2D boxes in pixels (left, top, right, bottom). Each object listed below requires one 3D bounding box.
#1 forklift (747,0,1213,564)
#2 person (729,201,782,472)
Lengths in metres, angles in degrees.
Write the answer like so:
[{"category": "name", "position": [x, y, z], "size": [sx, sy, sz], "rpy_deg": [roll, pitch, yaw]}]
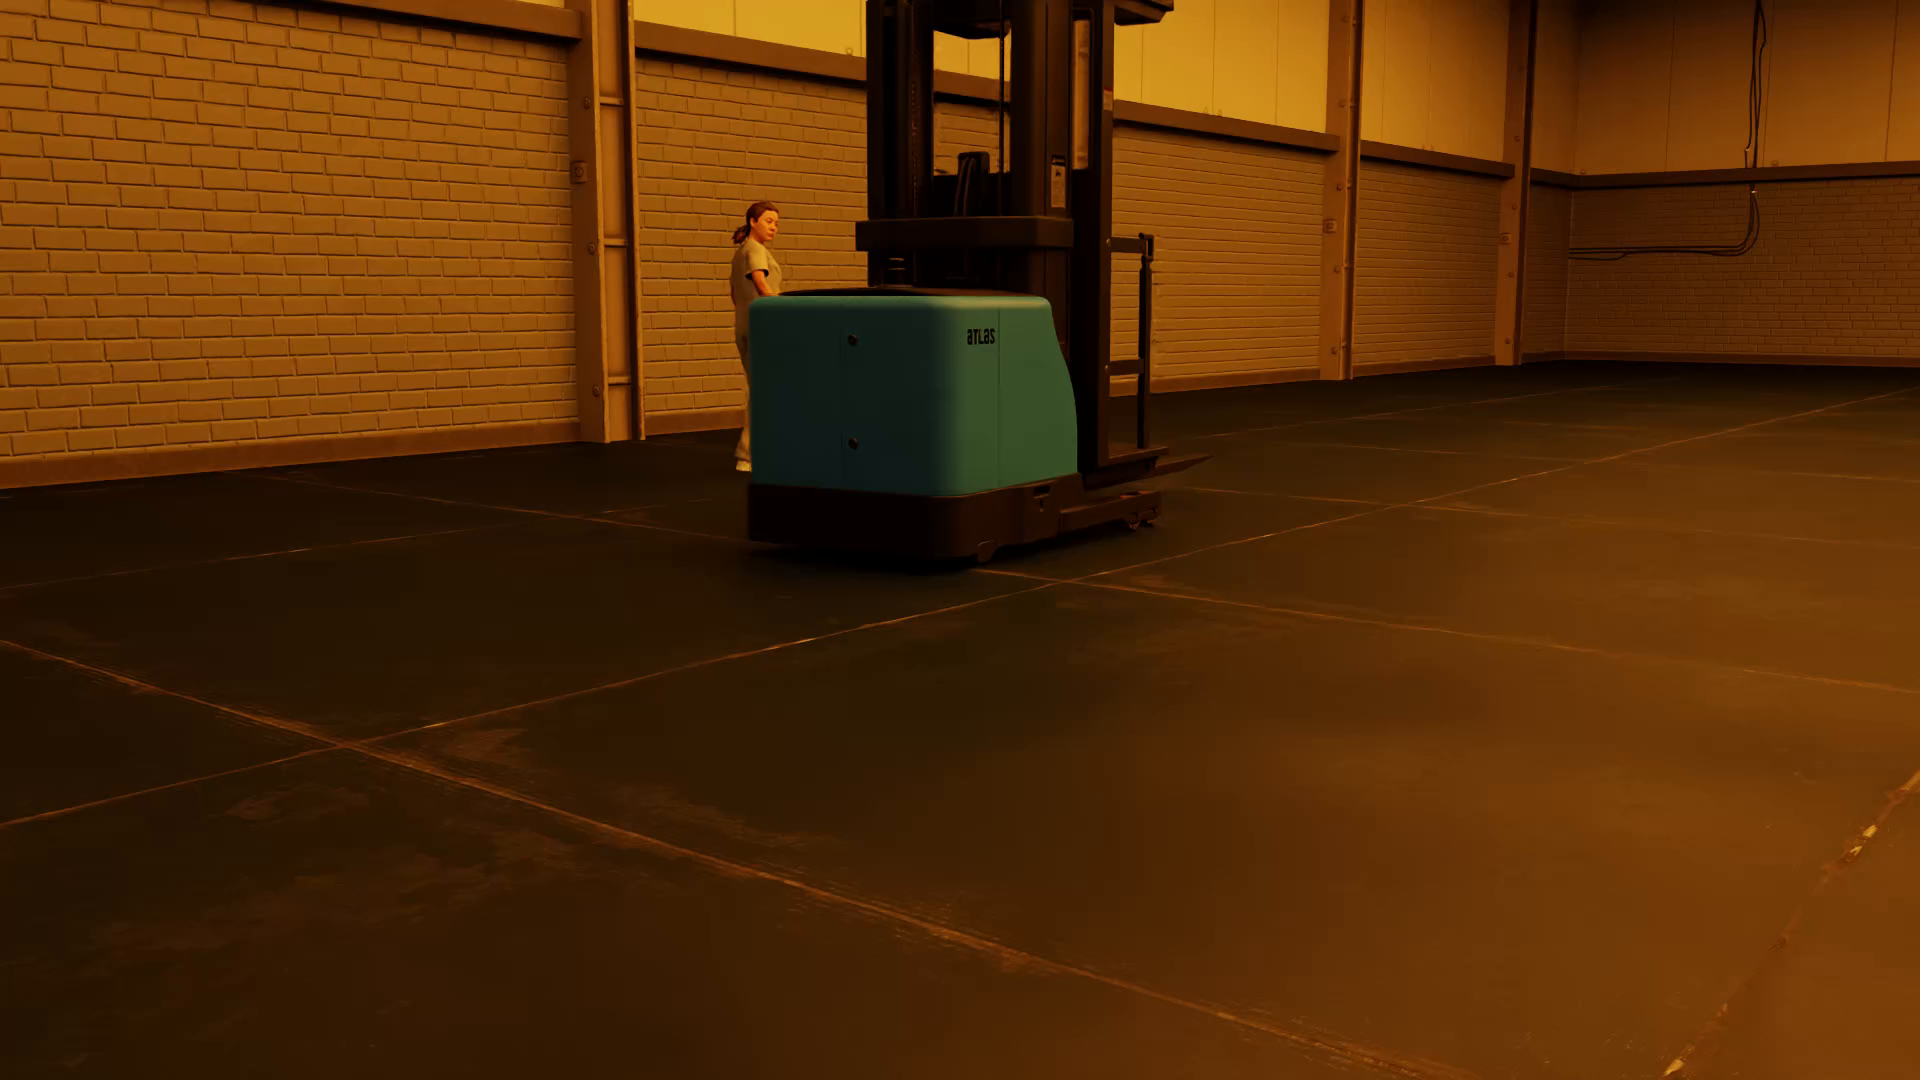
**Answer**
[{"category": "forklift", "position": [0.305, -1.529, 7.731], "size": [1.130, 2.935, 3.031], "rpy_deg": [5, 10, 31]}, {"category": "person", "position": [-1.173, -1.250, 10.262], "size": [0.483, 1.650, 0.644], "rpy_deg": [-5, 10, -32]}]
